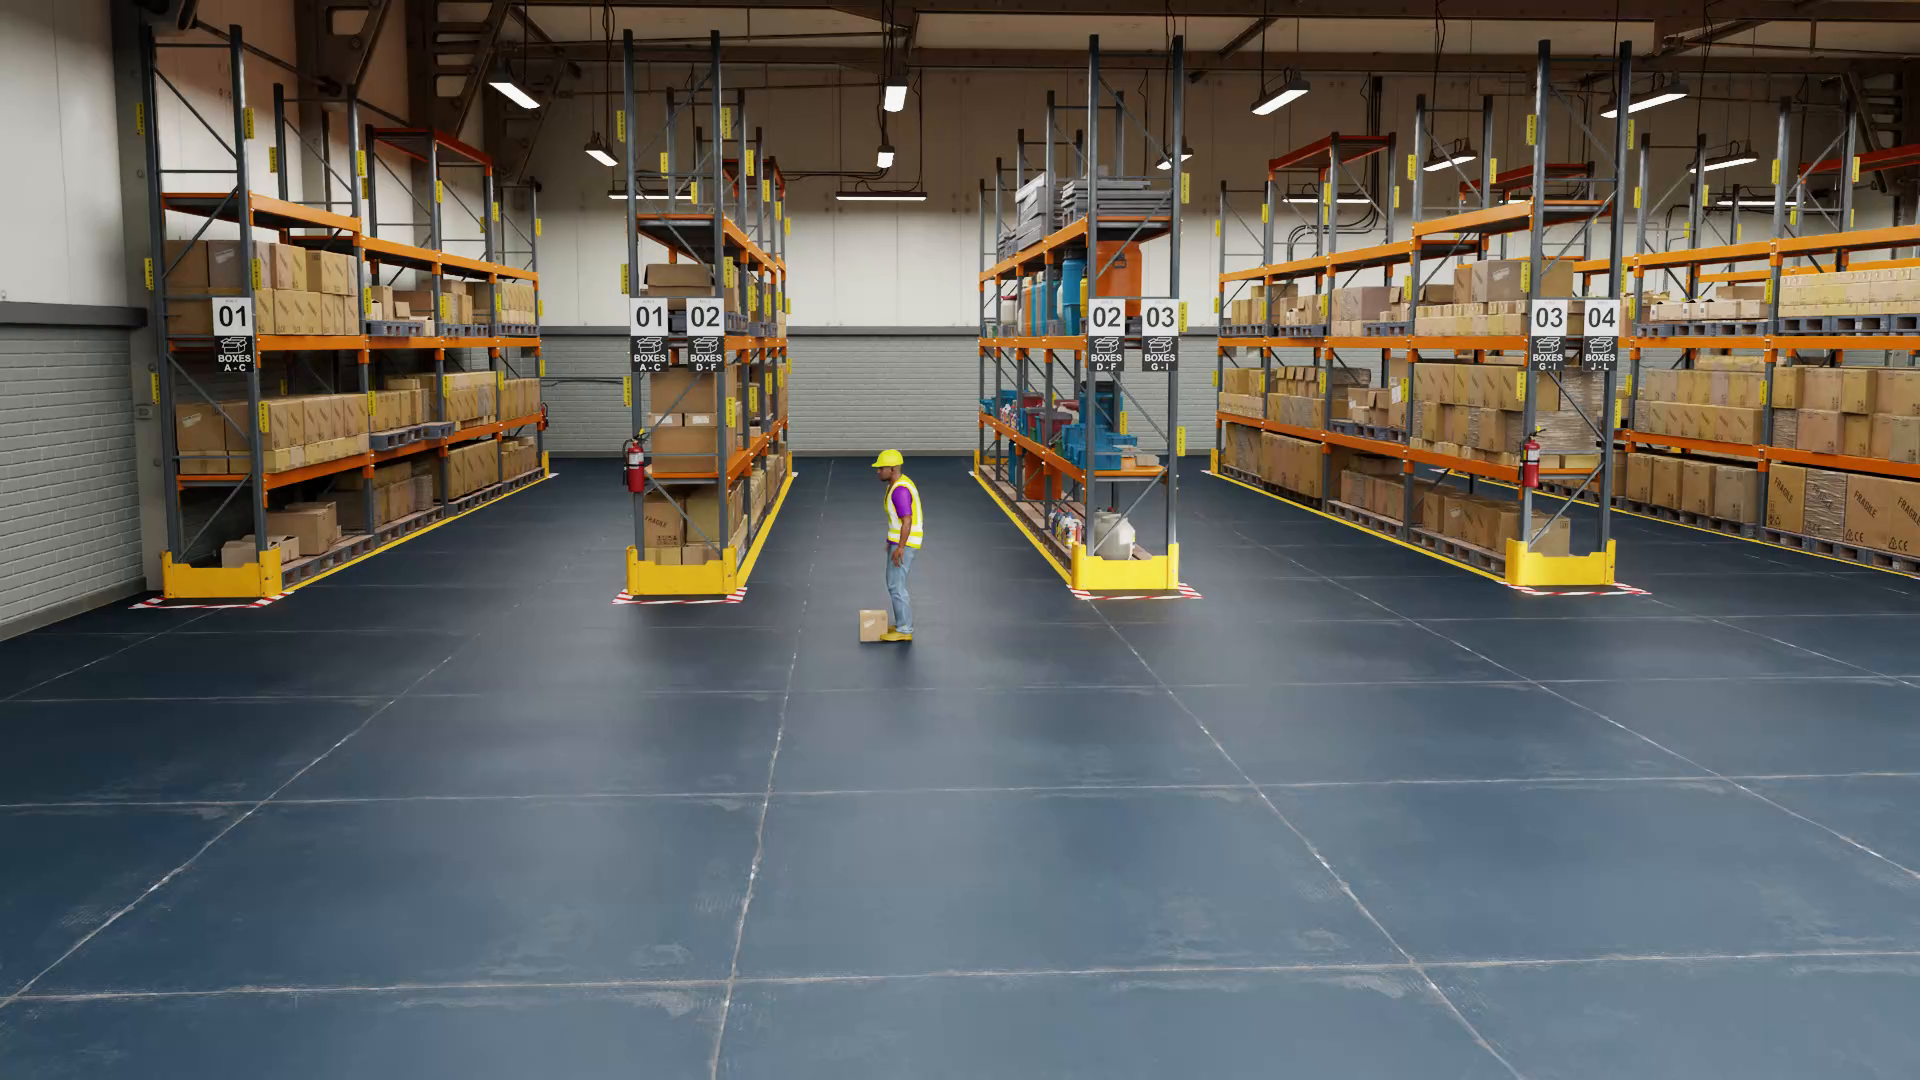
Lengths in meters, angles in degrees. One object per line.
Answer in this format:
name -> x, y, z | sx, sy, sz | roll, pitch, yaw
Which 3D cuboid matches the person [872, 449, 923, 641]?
person -> -0.580, 0.044, 15.315 | 0.461, 1.755, 0.634 | -1, 7, -7
